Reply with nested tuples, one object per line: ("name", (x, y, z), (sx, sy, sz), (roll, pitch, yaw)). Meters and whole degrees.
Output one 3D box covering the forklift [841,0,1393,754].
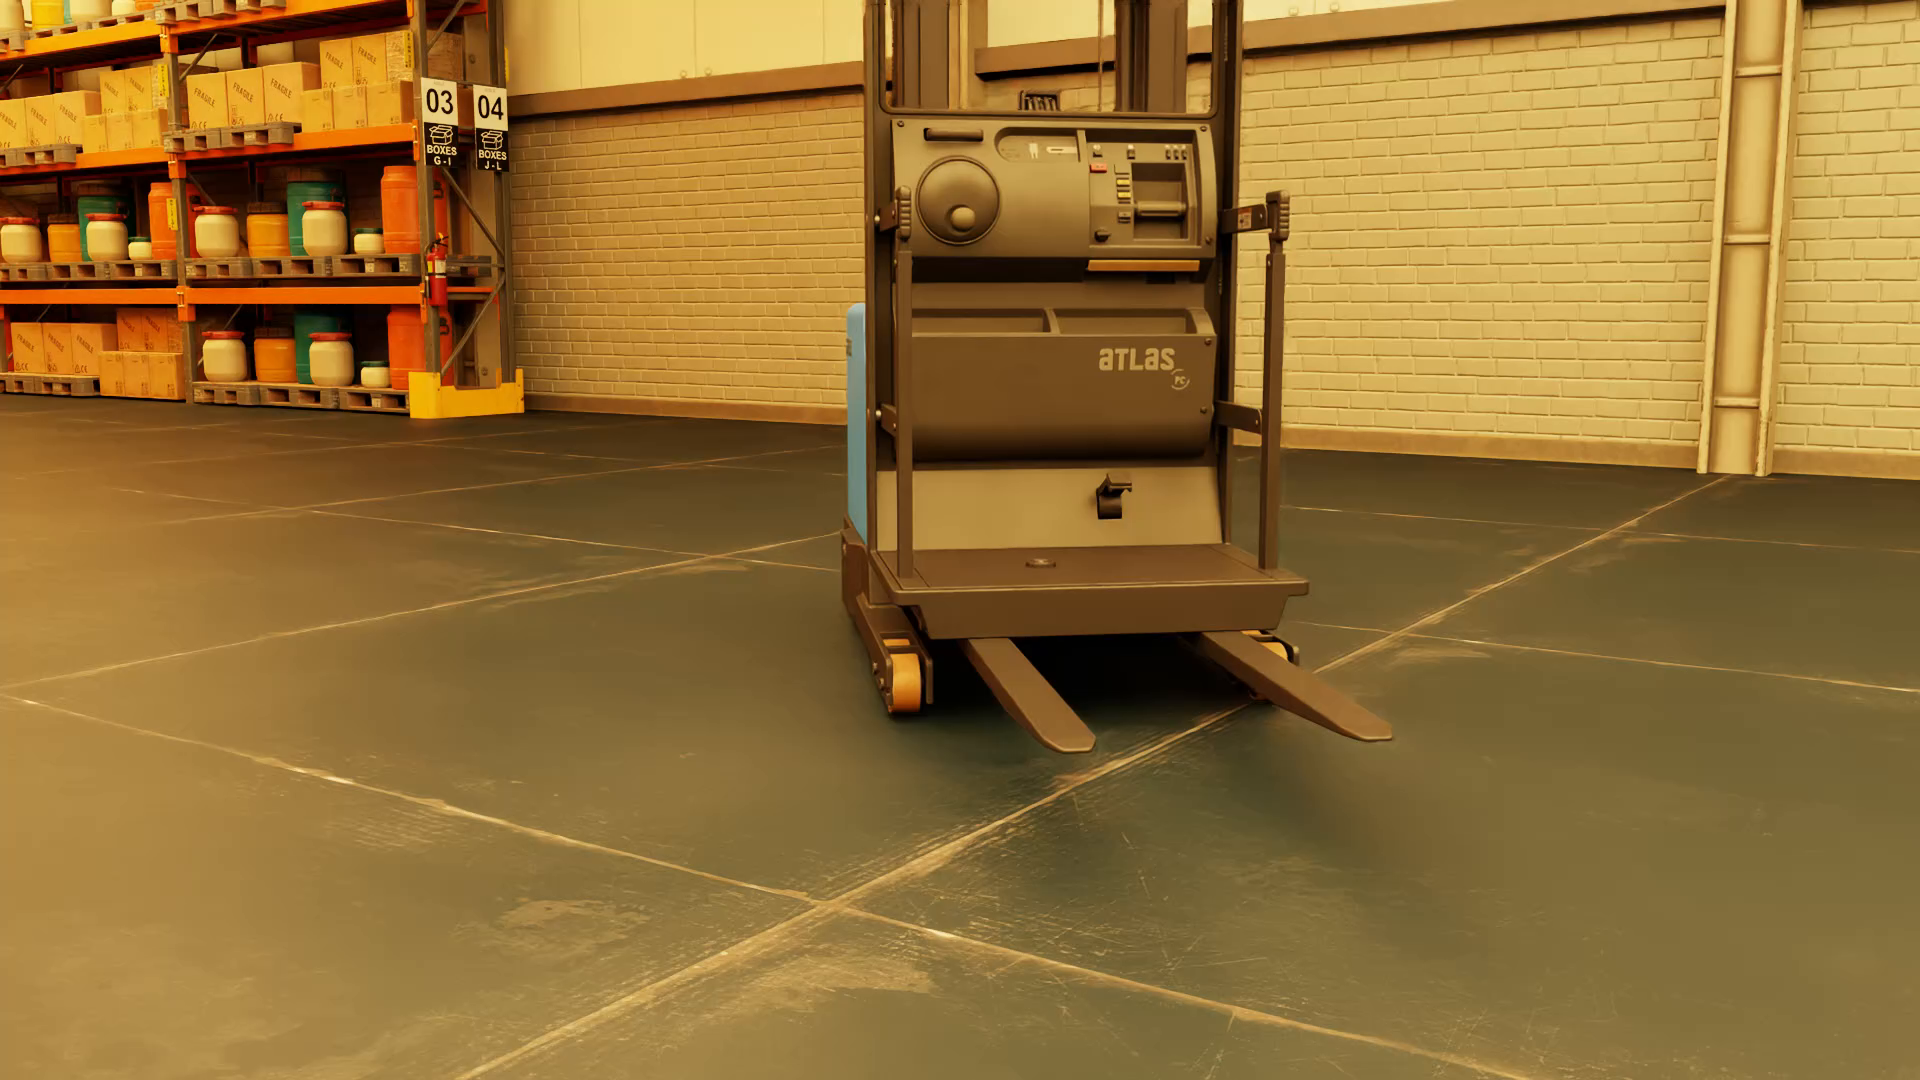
("forklift", (0.305, -1.044, 4.537), (1.130, 2.935, 3.031), (-1, 8, -8))
